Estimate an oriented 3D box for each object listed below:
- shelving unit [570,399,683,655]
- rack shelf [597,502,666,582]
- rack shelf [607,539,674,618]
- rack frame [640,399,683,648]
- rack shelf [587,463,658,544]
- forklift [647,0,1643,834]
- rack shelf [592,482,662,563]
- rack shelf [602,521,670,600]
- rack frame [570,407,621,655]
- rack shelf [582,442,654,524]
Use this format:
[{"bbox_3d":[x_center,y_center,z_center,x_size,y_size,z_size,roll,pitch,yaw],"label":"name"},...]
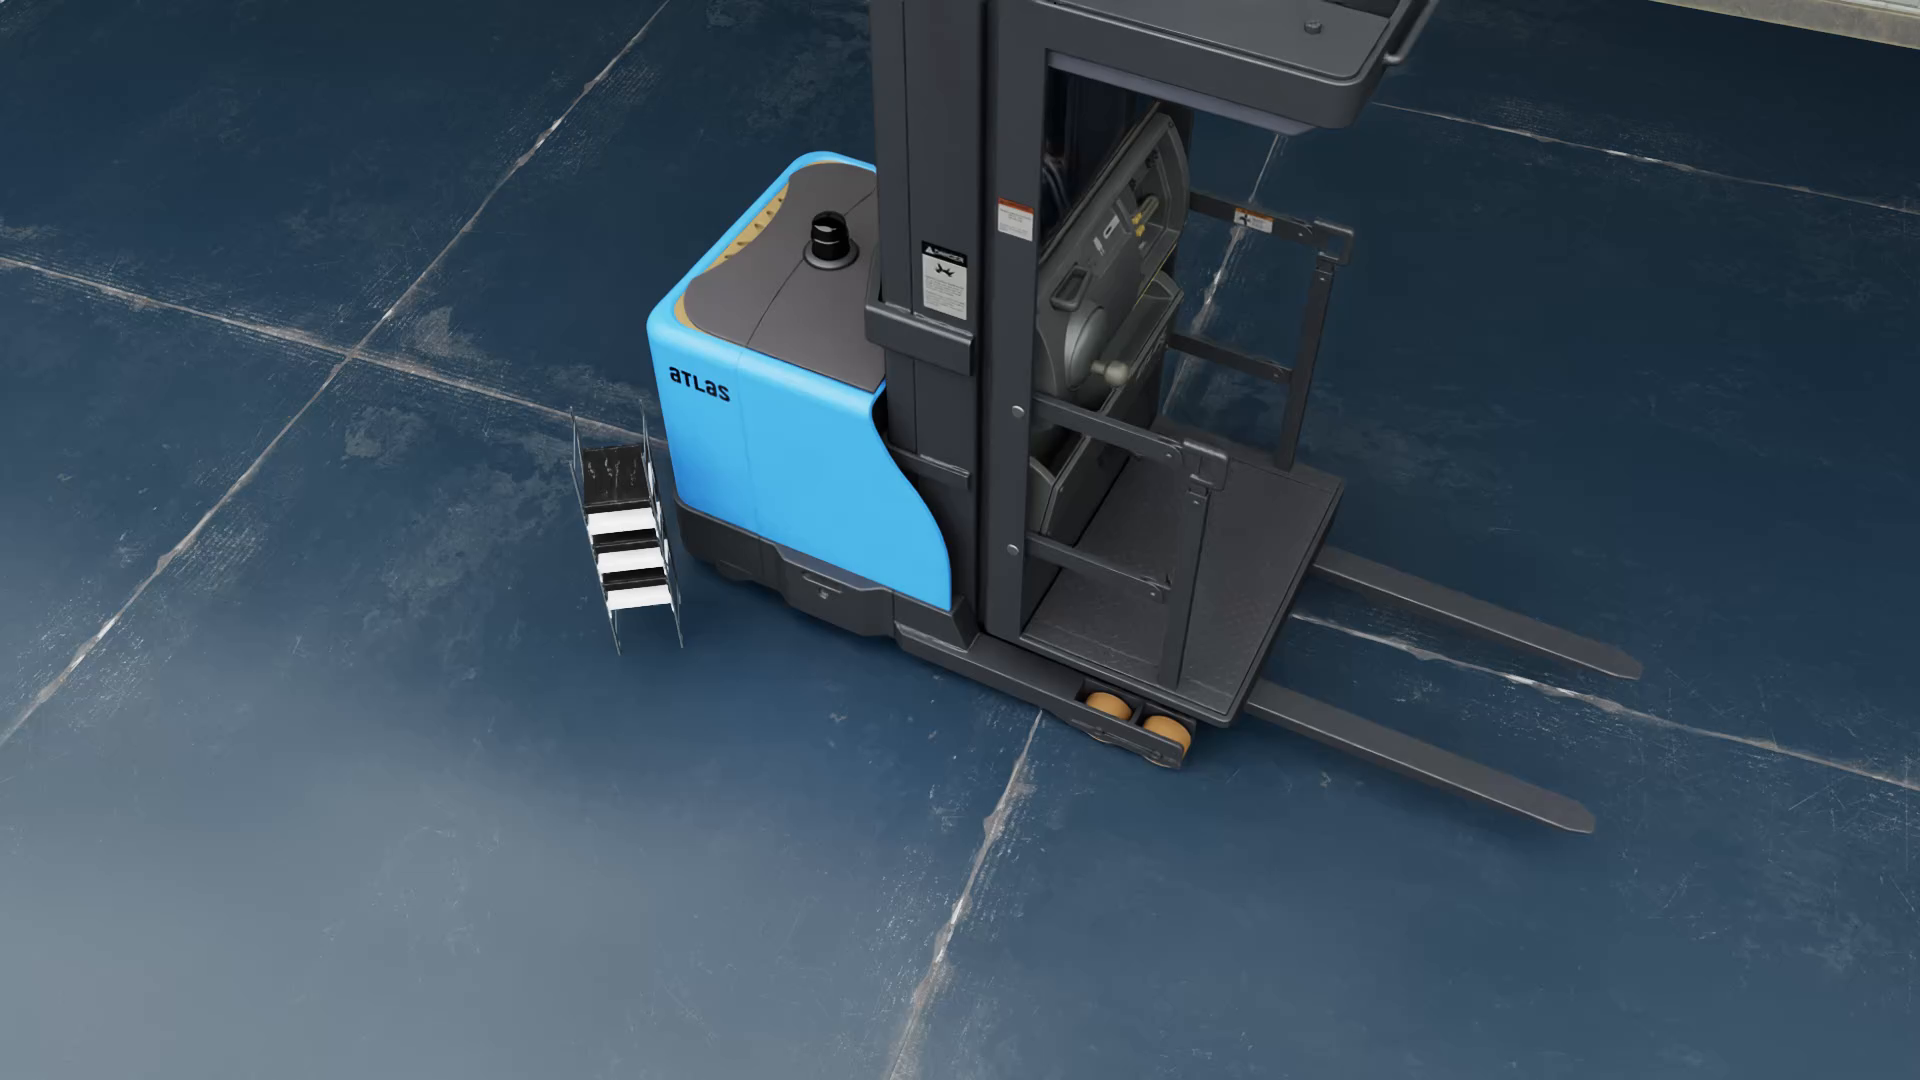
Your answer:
[{"bbox_3d":[-1.028,-0.020,5.172,0.210,0.900,0.258,-6,49,-6],"label":"shelving unit"},{"bbox_3d":[-1.028,0.002,5.197,0.200,0.077,0.258,-6,49,-6],"label":"rack shelf"},{"bbox_3d":[-1.028,0.120,5.333,0.200,0.077,0.258,-6,49,-6],"label":"rack shelf"},{"bbox_3d":[-0.927,-0.031,5.182,0.006,0.900,0.240,-6,49,-6],"label":"rack frame"},{"bbox_3d":[-1.028,-0.116,5.061,0.200,0.077,0.258,-6,49,-6],"label":"rack shelf"},{"bbox_3d":[0.603,-0.723,4.437,3.031,2.935,1.130,21,52,17],"label":"forklift"},{"bbox_3d":[-1.028,-0.057,5.129,0.200,0.077,0.258,-6,49,-6],"label":"rack shelf"},{"bbox_3d":[-1.028,0.061,5.265,0.200,0.077,0.258,-6,49,-6],"label":"rack shelf"},{"bbox_3d":[-1.128,-0.008,5.162,0.006,0.900,0.240,-6,49,-6],"label":"rack frame"},{"bbox_3d":[-1.028,-0.175,4.993,0.200,0.077,0.258,-6,49,-6],"label":"rack shelf"}]
